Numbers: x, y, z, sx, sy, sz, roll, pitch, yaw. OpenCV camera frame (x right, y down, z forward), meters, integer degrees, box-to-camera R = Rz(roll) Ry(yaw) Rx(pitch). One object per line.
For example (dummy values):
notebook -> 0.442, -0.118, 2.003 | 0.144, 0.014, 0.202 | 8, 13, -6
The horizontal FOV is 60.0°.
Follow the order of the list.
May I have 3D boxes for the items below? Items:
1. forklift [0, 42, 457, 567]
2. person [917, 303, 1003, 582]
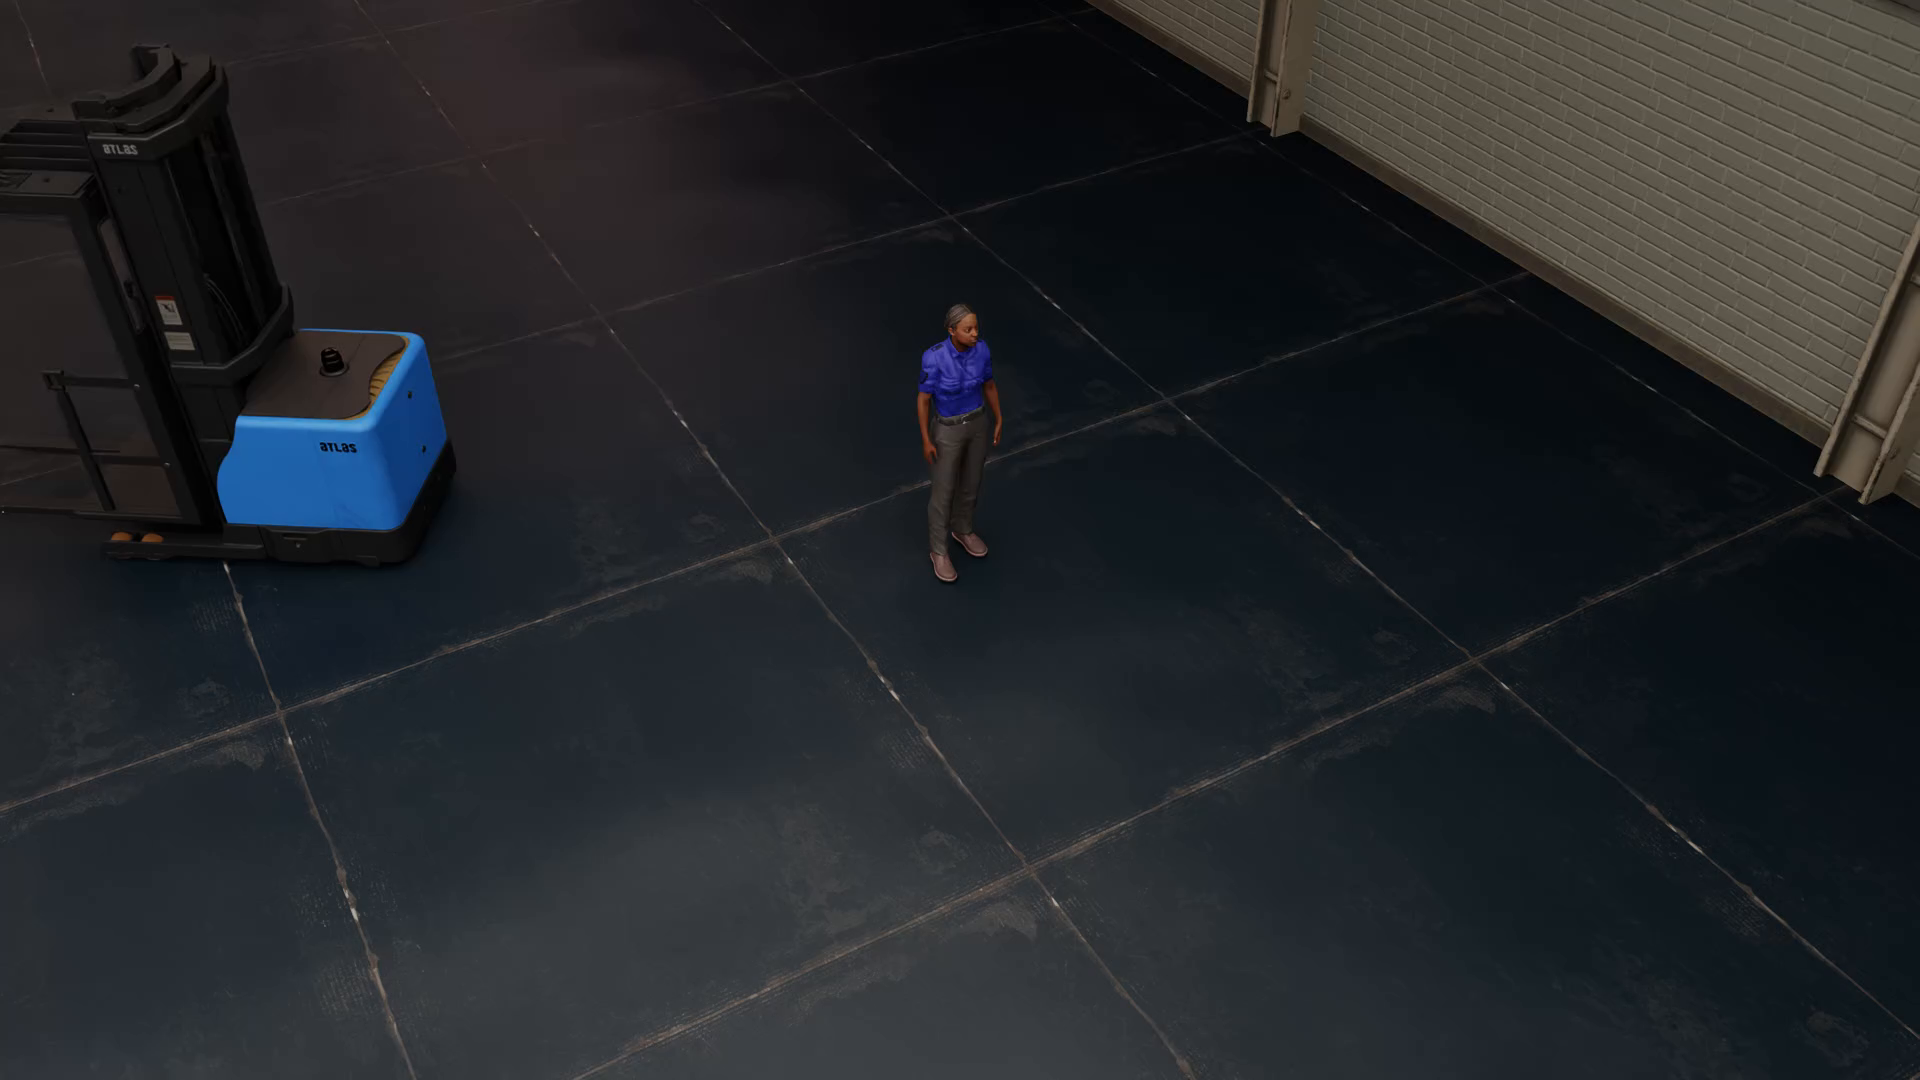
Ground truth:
forklift -> -4.805, -1.336, 9.647 | 3.031, 2.935, 1.130 | 3, 40, 3
person -> 0.027, -0.588, 9.733 | 0.569, 1.656, 0.503 | -20, 44, -23
